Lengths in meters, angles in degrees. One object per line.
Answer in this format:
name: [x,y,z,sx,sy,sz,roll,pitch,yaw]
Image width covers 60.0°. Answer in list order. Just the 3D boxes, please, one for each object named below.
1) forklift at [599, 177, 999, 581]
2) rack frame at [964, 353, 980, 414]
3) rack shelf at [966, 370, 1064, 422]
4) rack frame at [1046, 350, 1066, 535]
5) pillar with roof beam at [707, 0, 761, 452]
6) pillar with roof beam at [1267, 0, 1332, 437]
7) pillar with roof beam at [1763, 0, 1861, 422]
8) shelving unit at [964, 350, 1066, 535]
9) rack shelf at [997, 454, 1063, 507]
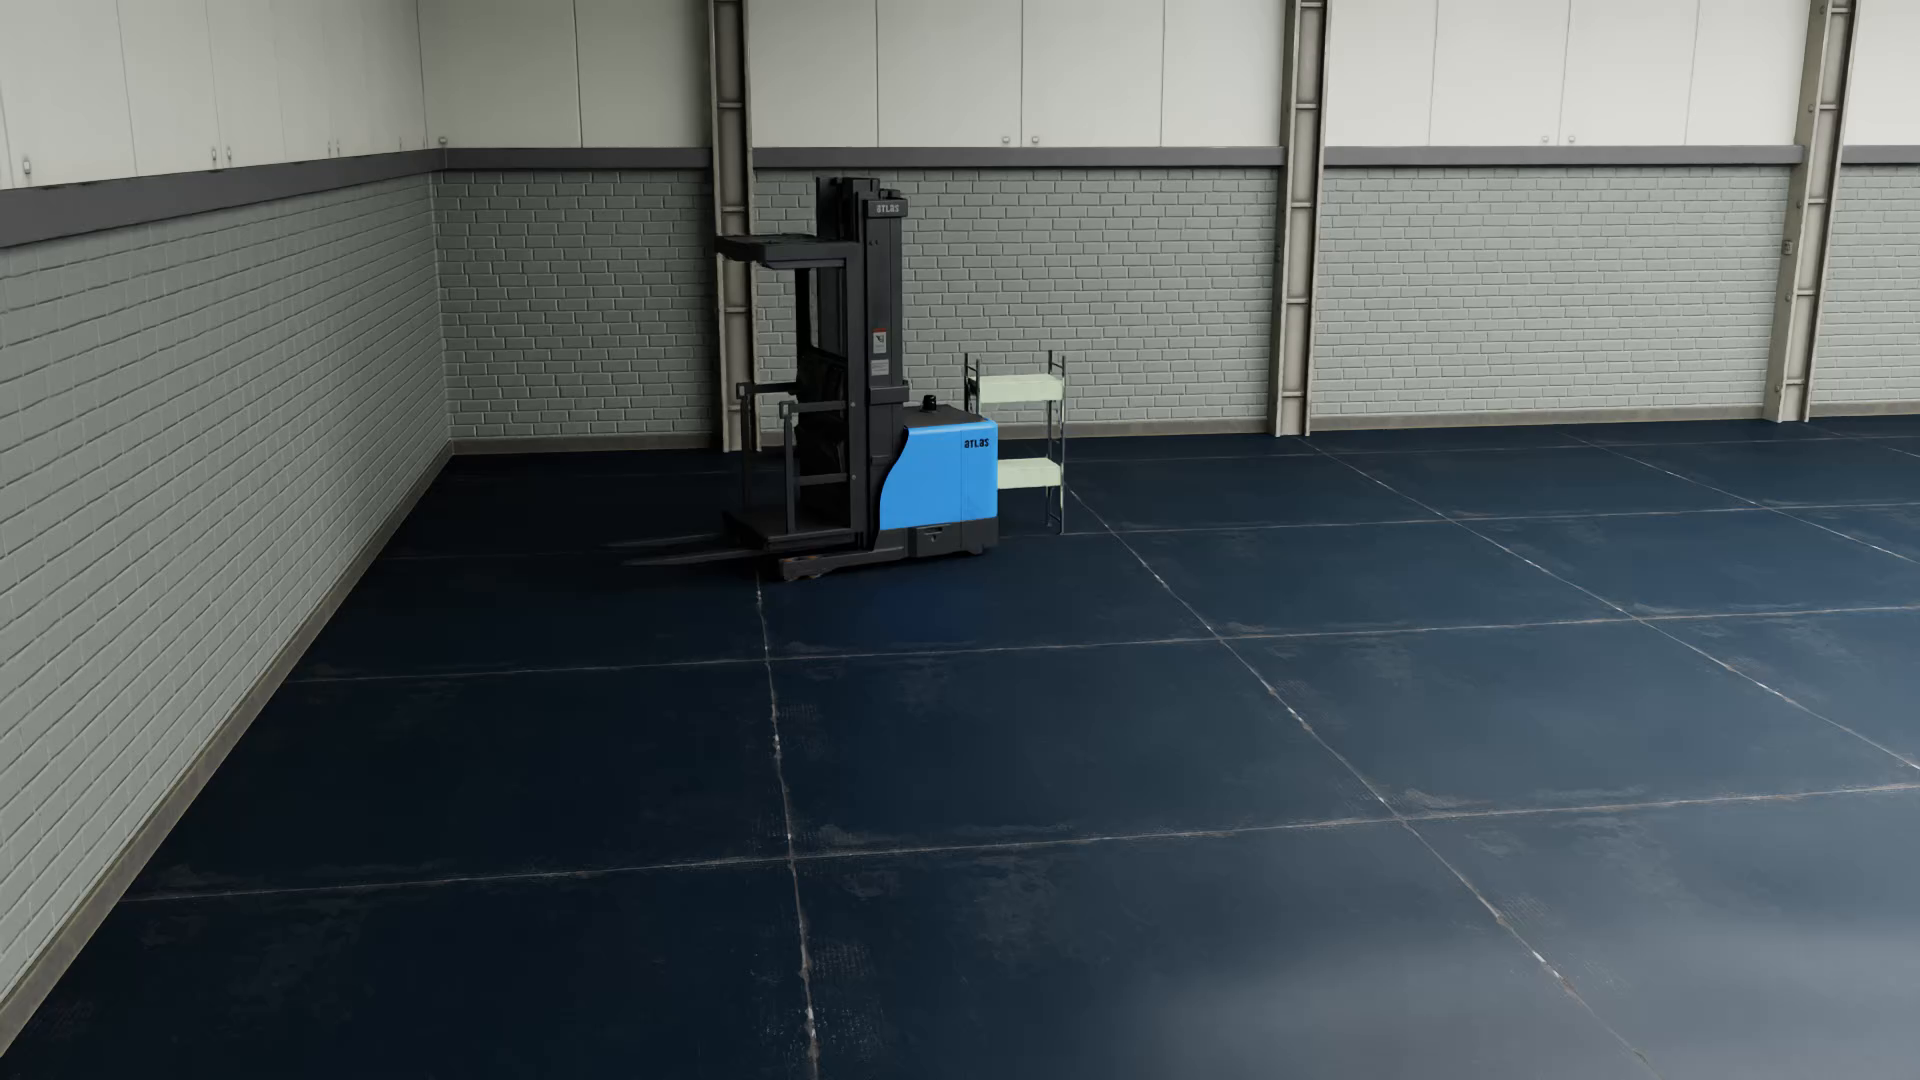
forklift: [-1.246,-1.259,12.716,3.031,2.935,1.130,-7,16,-25]
rack frame: [0.095,-0.771,13.713,0.023,1.500,0.400,-4,15,-15]
rack shelf: [0.449,-1.173,13.711,0.720,0.370,0.431,-4,15,-15]
rack frame: [0.802,-0.818,13.899,0.023,1.500,0.400,-4,15,-15]
pillar with roof beam: [-1.661,-4.289,12.326,0.400,9.000,9.100,-2,14,-8]
pillar with roof beam: [4.273,-4.507,13.193,0.400,9.000,9.100,-2,14,-8]
pillar with roof beam: [10.206,-4.724,14.060,0.400,9.000,9.100,-2,14,-8]
shelving unit: [0.449,-0.794,13.806,0.755,1.500,0.431,-4,15,-15]
rack shelf: [0.449,-0.478,13.885,0.720,0.370,0.431,-4,15,-15]
